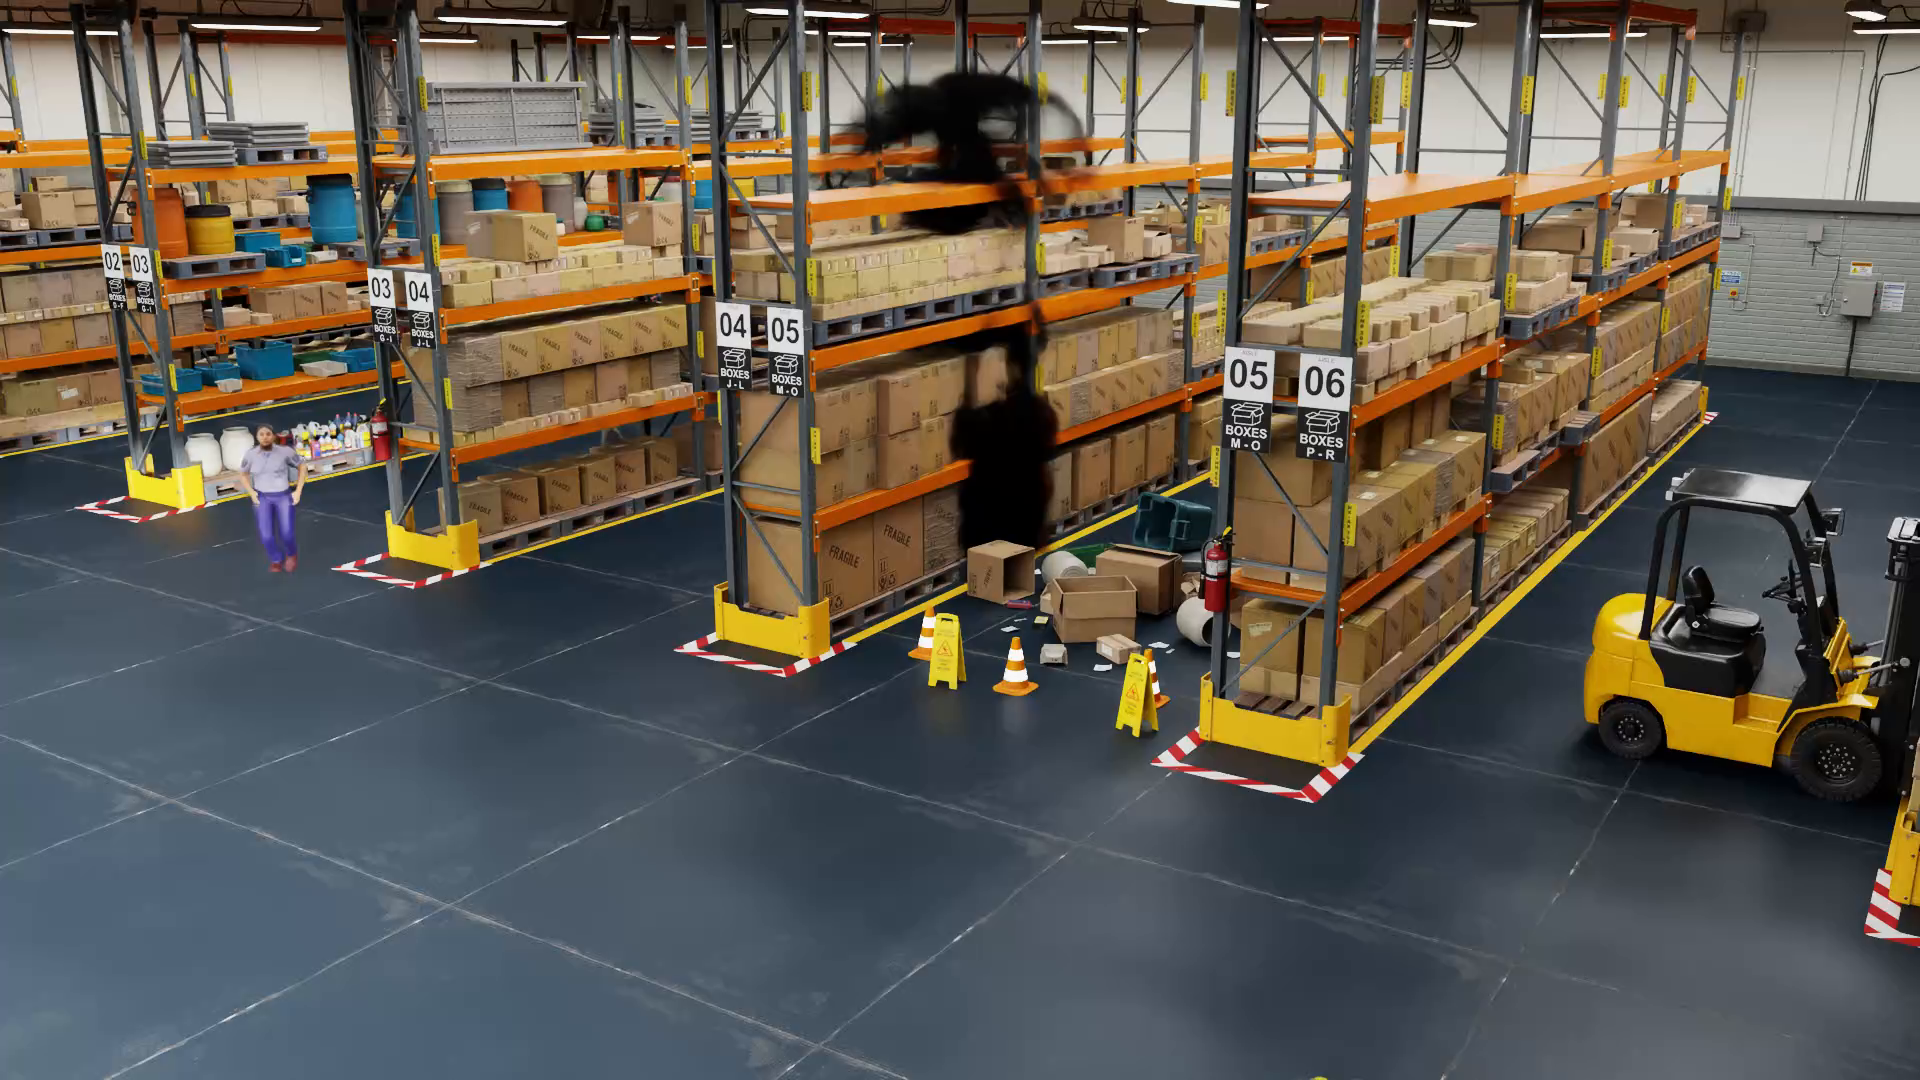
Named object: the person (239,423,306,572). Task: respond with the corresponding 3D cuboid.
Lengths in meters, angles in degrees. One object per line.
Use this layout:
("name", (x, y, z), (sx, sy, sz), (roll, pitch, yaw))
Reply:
("person", (-6.973, -0.400, 16.922), (0.636, 1.600, 0.546), (-5, 16, -16))

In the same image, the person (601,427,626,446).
("person", (-4.796, -1.845, 22.579), (0.575, 1.691, 0.909), (8, 18, 28))
